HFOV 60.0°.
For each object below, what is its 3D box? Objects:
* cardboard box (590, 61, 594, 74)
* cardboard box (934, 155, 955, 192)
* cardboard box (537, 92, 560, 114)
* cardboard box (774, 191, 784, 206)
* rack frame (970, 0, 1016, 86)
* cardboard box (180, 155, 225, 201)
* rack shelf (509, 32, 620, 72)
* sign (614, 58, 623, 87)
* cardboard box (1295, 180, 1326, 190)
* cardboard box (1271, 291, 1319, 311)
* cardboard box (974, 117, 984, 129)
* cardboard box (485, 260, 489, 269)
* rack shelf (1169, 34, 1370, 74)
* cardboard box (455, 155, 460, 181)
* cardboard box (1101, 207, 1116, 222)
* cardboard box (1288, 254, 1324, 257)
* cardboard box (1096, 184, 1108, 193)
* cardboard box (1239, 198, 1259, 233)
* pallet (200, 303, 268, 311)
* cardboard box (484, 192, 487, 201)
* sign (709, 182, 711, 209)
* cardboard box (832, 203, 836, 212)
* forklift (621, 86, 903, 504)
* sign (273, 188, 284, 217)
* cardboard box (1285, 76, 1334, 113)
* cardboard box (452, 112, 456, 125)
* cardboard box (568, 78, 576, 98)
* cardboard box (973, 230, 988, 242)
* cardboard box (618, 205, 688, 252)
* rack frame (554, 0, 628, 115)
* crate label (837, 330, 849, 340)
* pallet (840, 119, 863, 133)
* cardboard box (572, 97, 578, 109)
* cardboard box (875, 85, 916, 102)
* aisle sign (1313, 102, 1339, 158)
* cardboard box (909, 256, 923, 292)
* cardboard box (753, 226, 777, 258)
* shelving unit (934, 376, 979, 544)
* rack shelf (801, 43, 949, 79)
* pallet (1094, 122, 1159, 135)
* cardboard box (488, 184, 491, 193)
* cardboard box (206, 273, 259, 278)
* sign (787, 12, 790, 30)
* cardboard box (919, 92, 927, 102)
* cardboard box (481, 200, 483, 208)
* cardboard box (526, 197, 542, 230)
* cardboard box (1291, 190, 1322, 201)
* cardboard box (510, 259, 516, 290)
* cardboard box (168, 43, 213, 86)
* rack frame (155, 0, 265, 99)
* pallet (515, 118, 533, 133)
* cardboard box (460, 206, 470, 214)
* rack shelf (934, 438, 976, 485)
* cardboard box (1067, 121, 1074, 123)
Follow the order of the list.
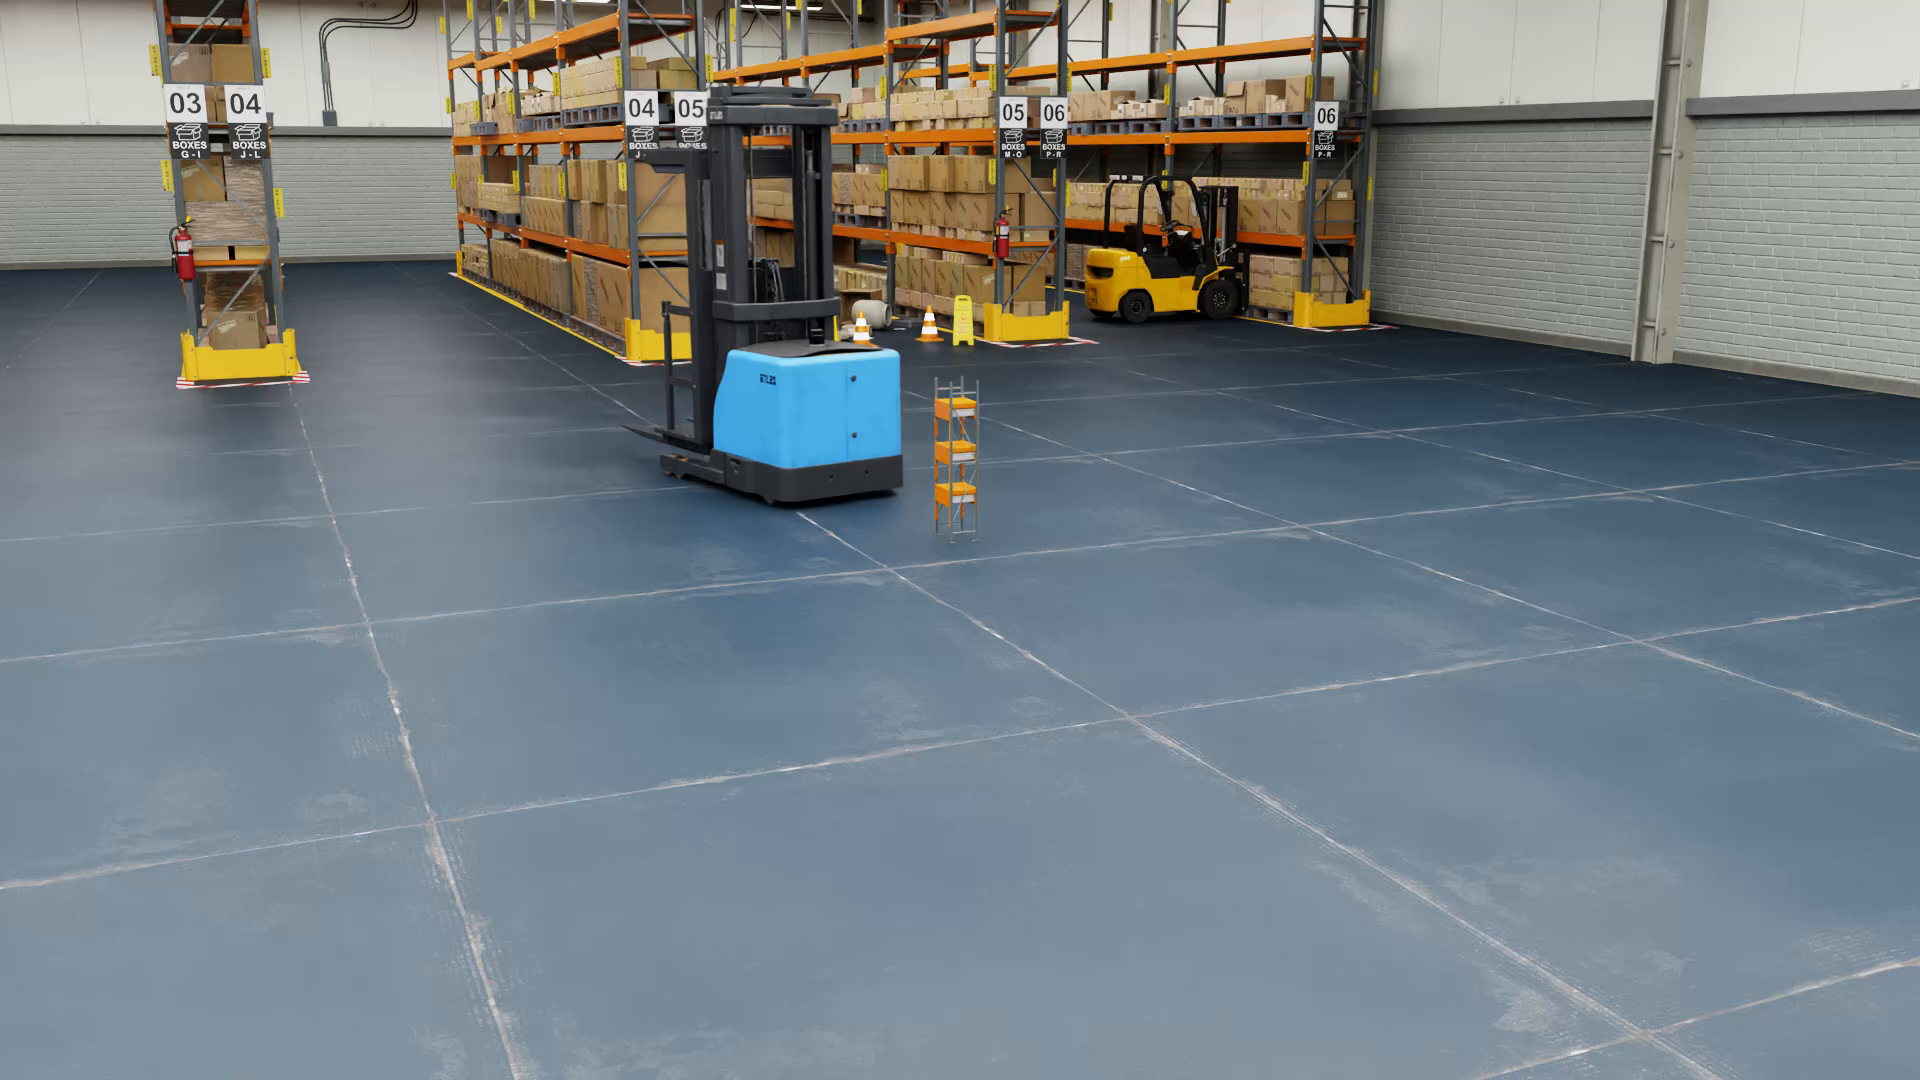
[{"bbox_3d":[-4.506,-6.019,21.207,0.380,0.149,0.250,-6,14,-24],"label":"cardboard box"},{"bbox_3d":[0.045,-5.172,23.467,0.700,0.500,0.500,-6,14,-24],"label":"cardboard box"},{"bbox_3d":[-6.057,-6.576,25.024,0.500,0.311,0.500,-6,14,-25],"label":"cardboard box"},{"bbox_3d":[-3.120,-6.314,30.724,0.500,0.250,0.500,-6,14,-24],"label":"cardboard box"},{"bbox_3d":[0.683,-10.056,34.360,1.000,3.000,0.127,-6,14,-23],"label":"rack frame"},{"bbox_3d":[-8.583,-4.081,18.753,0.500,0.500,0.500,-6,14,-23],"label":"cardboard box"},{"bbox_3d":[-5.955,-7.353,25.167,1.077,0.370,4.000,-6,14,-23],"label":"rack shelf"},{"bbox_3d":[-4.054,-5.544,19.733,0.100,0.325,0.005,-6,14,-23],"label":"sign"},{"bbox_3d":[5.154,-5.218,24.444,0.380,0.149,0.250,-6,14,-23],"label":"cardboard box"},{"bbox_3d":[5.013,-3.587,24.883,0.500,0.250,0.500,-6,14,-23],"label":"cardboard box"},{"bbox_3d":[0.415,-5.640,22.492,0.380,0.149,0.250,-6,14,-23],"label":"cardboard box"},{"bbox_3d":[-8.776,-5.213,31.471,0.380,0.149,0.250,-5,14,-22],"label":"cardboard box"},{"bbox_3d":[4.689,-7.444,25.559,1.077,0.370,4.000,-6,14,-23],"label":"rack shelf"},{"bbox_3d":[-10.024,-7.606,33.982,0.500,0.500,0.500,-6,14,-23],"label":"cardboard box"},{"bbox_3d":[2.855,-5.802,29.619,0.500,0.250,0.500,-5,14,-21],"label":"cardboard box"},{"bbox_3d":[5.268,-4.225,25.422,0.500,0.250,0.500,-6,14,-23],"label":"cardboard box"},{"bbox_3d":[2.670,-6.313,29.834,0.380,0.149,0.250,-5,14,-22],"label":"cardboard box"},{"bbox_3d":[4.648,-4.994,25.574,0.500,0.500,0.500,-6,14,-24],"label":"cardboard box"},{"bbox_3d":[-11.029,-3.442,25.274,1.003,0.211,1.213,-6,14,-23],"label":"pallet"},{"bbox_3d":[-8.308,-6.160,29.797,0.380,0.149,0.250,-6,14,-25],"label":"cardboard box"},{"bbox_3d":[-3.040,-4.246,20.466,0.100,0.325,0.005,-6,14,-23],"label":"sign"},{"bbox_3d":[-2.060,-5.675,28.362,0.380,0.149,0.250,-6,14,-23],"label":"cardboard box"},{"bbox_3d":[-1.702,-1.959,12.833,1.130,2.935,3.031,-10,16,-36],"label":"forklift"},{"bbox_3d":[-7.639,-3.780,18.631,0.100,0.325,0.005,-6,14,-23],"label":"sign"},{"bbox_3d":[5.090,-6.486,24.216,0.500,0.500,0.500,-5,14,-21],"label":"cardboard box"},{"bbox_3d":[-10.019,-8.558,33.765,0.500,0.250,0.500,-5,14,-22],"label":"cardboard box"},{"bbox_3d":[-5.011,-6.119,22.523,0.500,0.250,0.500,-6,14,-23],"label":"cardboard box"},{"bbox_3d":[0.395,-4.182,22.845,0.380,0.149,0.250,-6,14,-24],"label":"cardboard box"},{"bbox_3d":[-3.741,-3.882,20.658,0.875,0.550,0.550,-6,14,-23],"label":"cardboard box"},{"bbox_3d":[-5.154,-7.486,23.256,1.000,3.000,0.127,-6,14,-23],"label":"rack frame"},{"bbox_3d":[-1.663,-2.768,22.528,0.298,0.136,0.250,9,16,35],"label":"crate label"},{"bbox_3d":[-1.226,-6.752,27.155,1.213,0.211,1.003,-6,14,-23],"label":"pallet"},{"bbox_3d":[-5.015,-5.892,22.429,0.380,0.149,0.250,-6,14,-24],"label":"cardboard box"},{"bbox_3d":[-1.007,-6.976,25.997,0.500,0.250,0.500,-5,14,-22],"label":"cardboard box"},{"bbox_3d":[5.248,-5.880,23.858,0.394,0.787,0.004,-6,14,-23],"label":"aisle sign"},{"bbox_3d":[-0.444,-4.005,25.027,0.500,0.500,0.500,-5,14,-21],"label":"cardboard box"},{"bbox_3d":[-3.541,-5.732,32.766,0.875,0.875,0.875,-5,14,-21],"label":"cardboard box"},{"bbox_3d":[-0.021,-0.523,10.799,0.215,1.050,0.252,-6,14,-23],"label":"shelving unit"},{"bbox_3d":[-1.460,-7.821,27.189,1.077,0.370,4.000,-6,14,-23],"label":"rack shelf"},{"bbox_3d":[3.090,-7.313,29.581,1.003,0.211,1.213,-5,14,-20],"label":"pallet"},{"bbox_3d":[-8.103,-6.198,29.303,0.380,0.149,0.250,-5,14,-21],"label":"cardboard box"},{"bbox_3d":[-10.820,-3.709,24.809,0.700,0.500,0.500,-7,15,-28],"label":"cardboard box"},{"bbox_3d":[-3.371,-10.152,32.527,0.100,0.325,0.005,-6,14,-23],"label":"sign"},{"bbox_3d":[-0.377,-6.454,24.239,0.380,0.149,0.250,-6,14,-25],"label":"cardboard box"},{"bbox_3d":[-8.505,-6.118,30.278,0.380,0.149,0.250,-5,14,-22],"label":"cardboard box"},{"bbox_3d":[-6.617,-5.216,26.533,0.500,0.500,0.500,-6,14,-24],"label":"cardboard box"},{"bbox_3d":[5.095,-5.065,24.440,0.380,0.149,0.250,-5,14,-22],"label":"cardboard box"},{"bbox_3d":[-7.464,-4.596,28.688,0.500,0.500,0.500,-5,14,-21],"label":"cardboard box"},{"bbox_3d":[-8.989,-5.505,19.362,0.500,0.500,0.500,-6,14,-23],"label":"cardboard box"},{"bbox_3d":[-8.136,-6.232,17.840,1.000,3.000,0.127,-6,14,-23],"label":"rack frame"},{"bbox_3d":[-6.449,-6.630,26.632,1.213,0.211,1.003,-5,14,-20],"label":"pallet"},{"bbox_3d":[-9.932,-6.714,33.784,0.380,0.149,0.250,-6,14,-25],"label":"cardboard box"},{"bbox_3d":[-0.021,-0.512,10.802,0.215,0.259,0.240,-6,14,-23],"label":"rack shelf"},{"bbox_3d":[1.923,-7.940,31.322,0.380,0.149,0.250,-5,14,-22],"label":"cardboard box"}]
